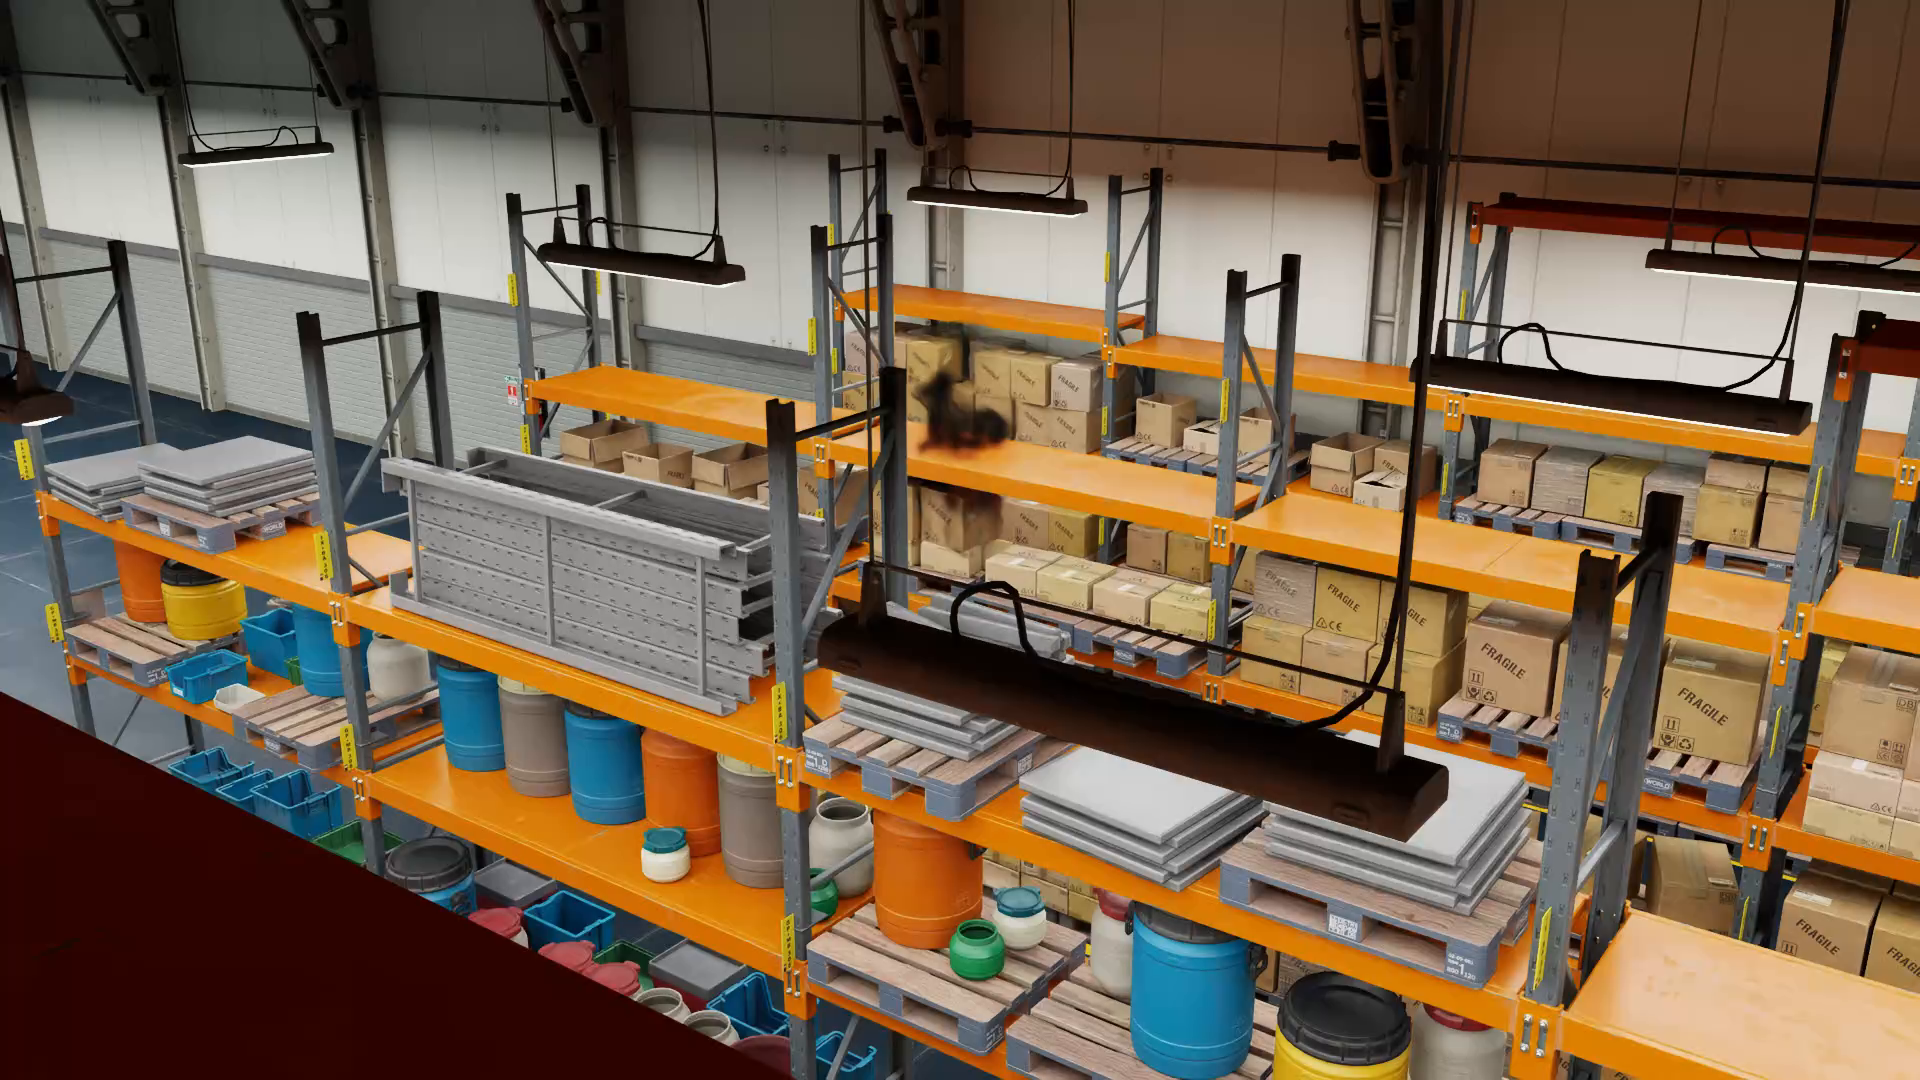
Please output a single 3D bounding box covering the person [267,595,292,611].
[{"bbox_3d":[-7.478,1.362,18.451,0.543,1.661,0.587,-8,20,-22],"label":"person"}]
